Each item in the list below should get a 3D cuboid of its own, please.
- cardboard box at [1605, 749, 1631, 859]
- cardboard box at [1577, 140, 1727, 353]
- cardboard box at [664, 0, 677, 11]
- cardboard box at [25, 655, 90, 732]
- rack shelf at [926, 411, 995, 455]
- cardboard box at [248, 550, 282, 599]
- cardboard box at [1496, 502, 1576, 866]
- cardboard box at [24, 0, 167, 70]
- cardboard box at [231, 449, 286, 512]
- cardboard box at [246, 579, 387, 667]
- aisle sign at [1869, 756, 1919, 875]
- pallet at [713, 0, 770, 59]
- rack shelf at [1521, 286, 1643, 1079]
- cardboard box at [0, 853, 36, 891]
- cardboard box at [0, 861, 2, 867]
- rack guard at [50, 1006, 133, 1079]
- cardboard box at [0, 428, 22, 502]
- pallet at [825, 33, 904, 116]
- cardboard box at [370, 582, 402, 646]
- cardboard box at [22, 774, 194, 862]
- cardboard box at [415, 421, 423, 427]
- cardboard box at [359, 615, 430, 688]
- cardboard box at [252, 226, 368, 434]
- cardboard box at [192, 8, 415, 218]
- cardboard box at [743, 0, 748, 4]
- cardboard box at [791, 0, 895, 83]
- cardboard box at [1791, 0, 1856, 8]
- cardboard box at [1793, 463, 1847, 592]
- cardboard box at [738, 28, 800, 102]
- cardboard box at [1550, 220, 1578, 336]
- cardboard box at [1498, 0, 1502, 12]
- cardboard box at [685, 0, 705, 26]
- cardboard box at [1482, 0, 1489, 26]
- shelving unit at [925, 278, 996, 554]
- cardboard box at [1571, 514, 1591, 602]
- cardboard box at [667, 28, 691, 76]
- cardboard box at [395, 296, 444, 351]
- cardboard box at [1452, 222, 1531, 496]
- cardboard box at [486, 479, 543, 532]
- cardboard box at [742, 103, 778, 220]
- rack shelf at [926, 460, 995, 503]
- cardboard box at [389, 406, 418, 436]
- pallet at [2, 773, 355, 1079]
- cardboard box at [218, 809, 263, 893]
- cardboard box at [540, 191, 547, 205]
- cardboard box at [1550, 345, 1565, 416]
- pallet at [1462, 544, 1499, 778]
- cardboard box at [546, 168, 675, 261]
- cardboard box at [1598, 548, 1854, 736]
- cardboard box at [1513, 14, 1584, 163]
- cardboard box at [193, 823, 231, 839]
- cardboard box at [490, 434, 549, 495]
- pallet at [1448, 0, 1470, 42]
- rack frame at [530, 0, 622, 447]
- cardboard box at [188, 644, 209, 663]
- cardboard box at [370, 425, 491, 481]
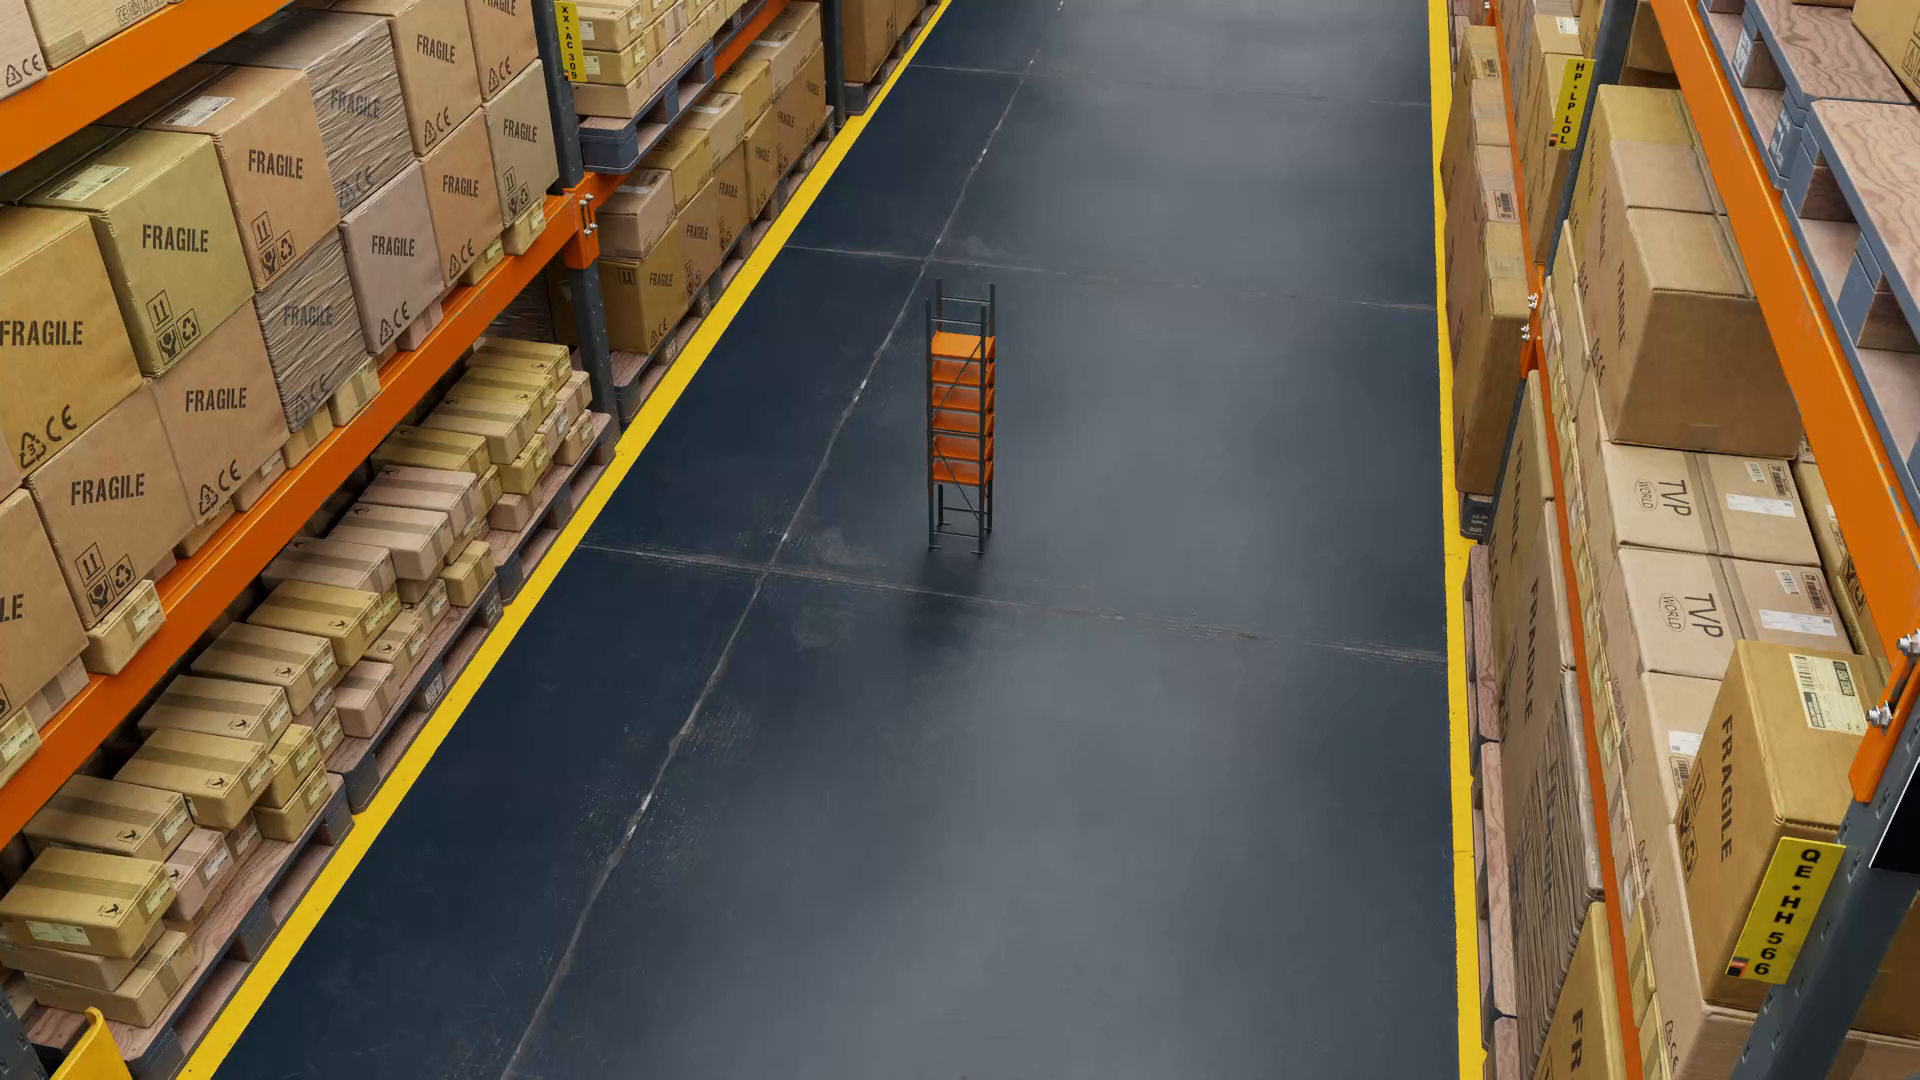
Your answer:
[{"bbox_3d":[1.773,0.661,3.996,0.380,0.149,0.250,8,37,11],"label":"cardboard box"},{"bbox_3d":[2.245,-0.891,5.159,0.500,0.500,0.500,7,37,10],"label":"cardboard box"},{"bbox_3d":[-1.469,-2.516,7.514,0.380,0.149,0.250,8,37,10],"label":"cardboard box"},{"bbox_3d":[-2.565,0.368,4.400,0.380,0.149,0.250,9,37,12],"label":"cardboard box"},{"bbox_3d":[0.003,-0.458,6.935,0.258,0.103,0.180,7,37,10],"label":"rack shelf"},{"bbox_3d":[-2.748,0.077,6.153,0.380,0.149,0.250,7,37,10],"label":"cardboard box"},{"bbox_3d":[2.299,0.523,5.425,0.875,0.875,0.875,7,37,10],"label":"cardboard box"},{"bbox_3d":[-2.408,-1.415,4.219,0.500,0.250,0.500,6,36,8],"label":"cardboard box"},{"bbox_3d":[-2.371,-0.236,5.233,0.380,0.149,0.250,7,36,9],"label":"cardboard box"},{"bbox_3d":[-2.263,0.291,5.857,0.380,0.149,0.250,8,37,11],"label":"cardboard box"},{"bbox_3d":[1.547,0.193,2.213,0.394,0.787,0.004,7,37,10],"label":"aisle sign"},{"bbox_3d":[-1.642,-2.807,8.730,1.003,0.211,1.213,7,37,10],"label":"pallet"},{"bbox_3d":[2.283,0.386,4.774,1.077,0.370,4.000,7,37,10],"label":"rack shelf"},{"bbox_3d":[-3.026,0.944,5.209,0.380,0.149,0.250,6,36,9],"label":"cardboard box"},{"bbox_3d":[-3.103,0.970,4.920,0.380,0.149,0.250,8,37,11],"label":"cardboard box"},{"bbox_3d":[-2.952,1.531,4.712,1.175,0.500,0.348,7,37,10],"label":"rack guard"},{"bbox_3d":[-2.613,-0.228,3.818,0.500,0.500,0.500,7,37,10],"label":"cardboard box"},{"bbox_3d":[-1.017,-3.338,11.675,1.003,0.211,1.213,7,37,10],"label":"pallet"},{"bbox_3d":[-2.316,0.245,6.175,0.380,0.149,0.250,9,37,12],"label":"cardboard box"},{"bbox_3d":[-2.583,0.875,5.052,0.380,0.149,0.250,8,37,11],"label":"cardboard box"},{"bbox_3d":[-2.487,-0.399,7.063,0.380,0.149,0.250,7,37,10],"label":"cardboard box"},{"bbox_3d":[-2.226,0.398,6.217,0.380,0.149,0.250,7,37,10],"label":"cardboard box"},{"bbox_3d":[-2.293,-0.704,5.326,0.500,0.500,0.500,6,36,9],"label":"cardboard box"},{"bbox_3d":[-2.178,-1.405,5.442,0.500,0.500,0.500,8,37,11],"label":"cardboard box"},{"bbox_3d":[-1.250,-2.861,8.498,0.380,0.149,0.250,6,36,8],"label":"cardboard box"},{"bbox_3d":[-1.041,-3.621,11.250,1.050,0.750,0.750,7,36,9],"label":"cardboard box"},{"bbox_3d":[2.232,-1.471,3.640,0.700,0.500,0.500,9,37,12],"label":"cardboard box"},{"bbox_3d":[2.544,0.054,4.493,0.500,0.250,0.500,7,36,9],"label":"cardboard box"},{"bbox_3d":[-1.247,-2.770,9.649,0.500,0.250,0.500,8,37,11],"label":"cardboard box"},{"bbox_3d":[2.354,-0.875,5.775,0.500,0.250,0.500,7,36,9],"label":"cardboard box"},{"bbox_3d":[3.195,-3.141,8.942,0.500,0.500,0.500,8,37,11],"label":"cardboard box"},{"bbox_3d":[-1.417,-2.534,7.793,0.380,0.149,0.250,6,36,8],"label":"cardboard box"},{"bbox_3d":[3.794,-3.217,10.888,0.700,0.500,0.500,4,36,6],"label":"cardboard box"},{"bbox_3d":[0.003,-0.494,6.909,0.258,1.200,0.189,7,37,10],"label":"shelving unit"},{"bbox_3d":[1.991,0.072,4.809,0.380,0.149,0.250,6,36,9],"label":"cardboard box"},{"bbox_3d":[-1.470,-2.270,7.682,0.380,0.149,0.250,8,37,10],"label":"cardboard box"},{"bbox_3d":[-2.118,-0.825,6.046,0.380,0.149,0.250,6,36,8],"label":"cardboard box"},{"bbox_3d":[2.827,-0.731,7.155,1.225,0.875,0.875,7,37,10],"label":"cardboard box"},{"bbox_3d":[-1.995,-0.181,7.015,0.380,0.149,0.250,6,36,8],"label":"cardboard box"},{"bbox_3d":[-1.356,-2.170,9.460,0.500,0.500,0.500,6,36,8],"label":"cardboard box"},{"bbox_3d":[0.003,-0.264,7.076,0.258,0.103,0.180,7,37,10],"label":"rack shelf"},{"bbox_3d":[-2.512,-0.515,6.968,0.380,0.149,0.250,7,36,9],"label":"cardboard box"},{"bbox_3d":[-2.744,1.186,5.433,1.003,0.211,1.213,7,37,10],"label":"pallet"},{"bbox_3d":[-2.521,0.983,5.410,0.380,0.149,0.250,8,37,10],"label":"cardboard box"},{"bbox_3d":[-1.946,-1.436,6.890,0.380,0.149,0.250,7,37,9],"label":"cardboard box"},{"bbox_3d":[2.210,-0.520,5.626,0.380,0.149,0.250,8,37,11],"label":"cardboard box"},{"bbox_3d":[2.471,0.504,6.375,1.003,0.211,1.213,7,37,10],"label":"pallet"},{"bbox_3d":[-1.698,-1.583,8.012,0.500,0.250,0.500,6,36,8],"label":"cardboard box"},{"bbox_3d":[1.917,0.288,4.170,0.500,0.250,0.500,6,36,8],"label":"cardboard box"},{"bbox_3d":[2.761,-1.978,7.337,0.500,0.500,0.500,7,37,9],"label":"cardboard box"},{"bbox_3d":[-2.526,0.856,5.330,0.380,0.149,0.250,8,37,11],"label":"cardboard box"},{"bbox_3d":[-1.956,-0.334,6.973,0.380,0.149,0.250,6,36,8],"label":"cardboard box"},{"bbox_3d":[4.254,-4.062,12.675,1.003,0.211,1.213,7,37,10],"label":"pallet"},{"bbox_3d":[-2.114,-1.731,7.083,1.000,3.000,0.127,7,37,10],"label":"rack frame"},{"bbox_3d":[-2.854,0.346,6.034,0.380,0.149,0.250,9,37,12],"label":"cardboard box"},{"bbox_3d":[-2.129,-0.317,6.696,0.380,0.149,0.250,8,37,11],"label":"cardboard box"}]
